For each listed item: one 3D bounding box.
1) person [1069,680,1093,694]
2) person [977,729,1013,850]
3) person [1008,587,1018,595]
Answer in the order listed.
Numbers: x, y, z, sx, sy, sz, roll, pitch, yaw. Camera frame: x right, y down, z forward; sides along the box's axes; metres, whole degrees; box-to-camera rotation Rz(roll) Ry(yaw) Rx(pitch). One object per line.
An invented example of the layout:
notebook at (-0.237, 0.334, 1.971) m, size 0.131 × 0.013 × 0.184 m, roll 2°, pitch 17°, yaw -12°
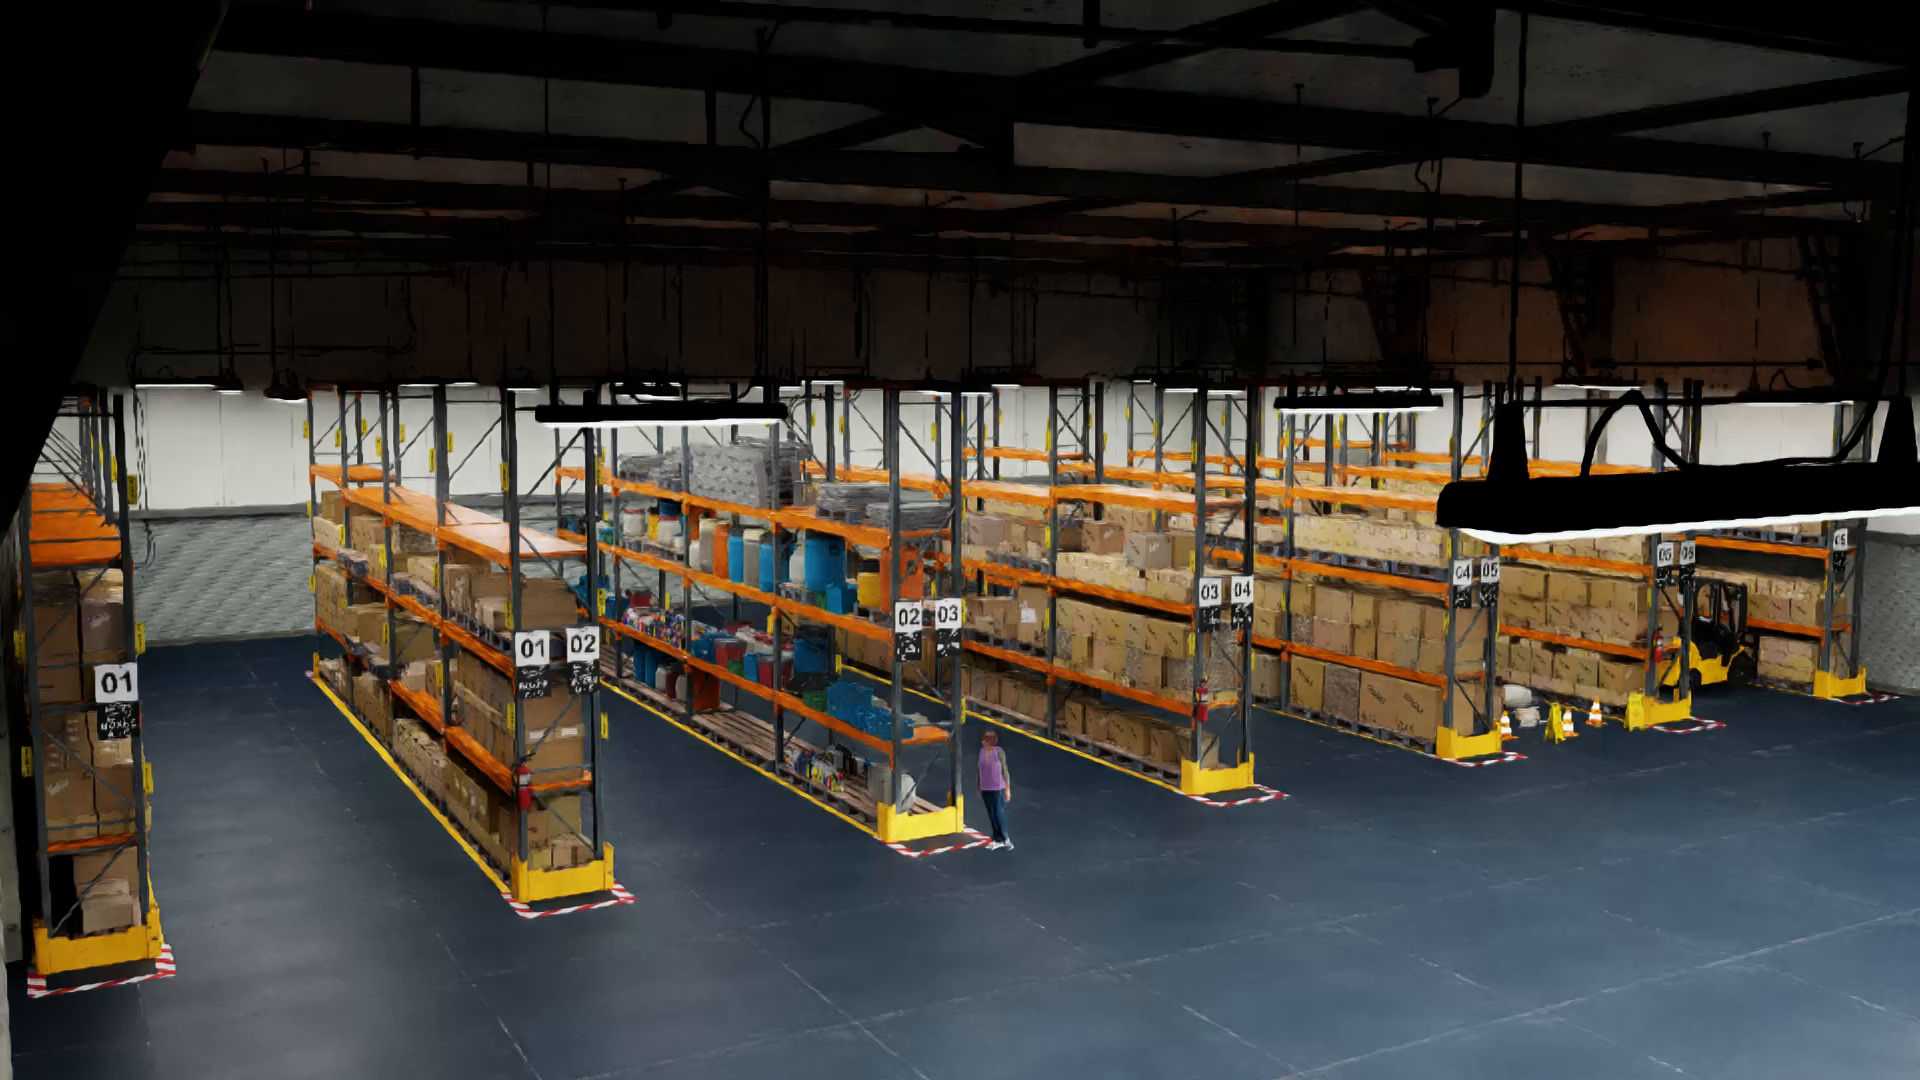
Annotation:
person at (2.385, 2.110, 31.738) m, size 0.729 × 1.718 × 0.546 m, roll -4°, pitch 7°, yaw -30°
person at (0.451, 3.236, 21.592) m, size 0.516 × 1.592 × 0.355 m, roll 4°, pitch 7°, yaw 31°
person at (1.455, 0.616, 45.616) m, size 0.610 × 1.753 × 0.583 m, roll 1°, pitch 6°, yaw 7°
